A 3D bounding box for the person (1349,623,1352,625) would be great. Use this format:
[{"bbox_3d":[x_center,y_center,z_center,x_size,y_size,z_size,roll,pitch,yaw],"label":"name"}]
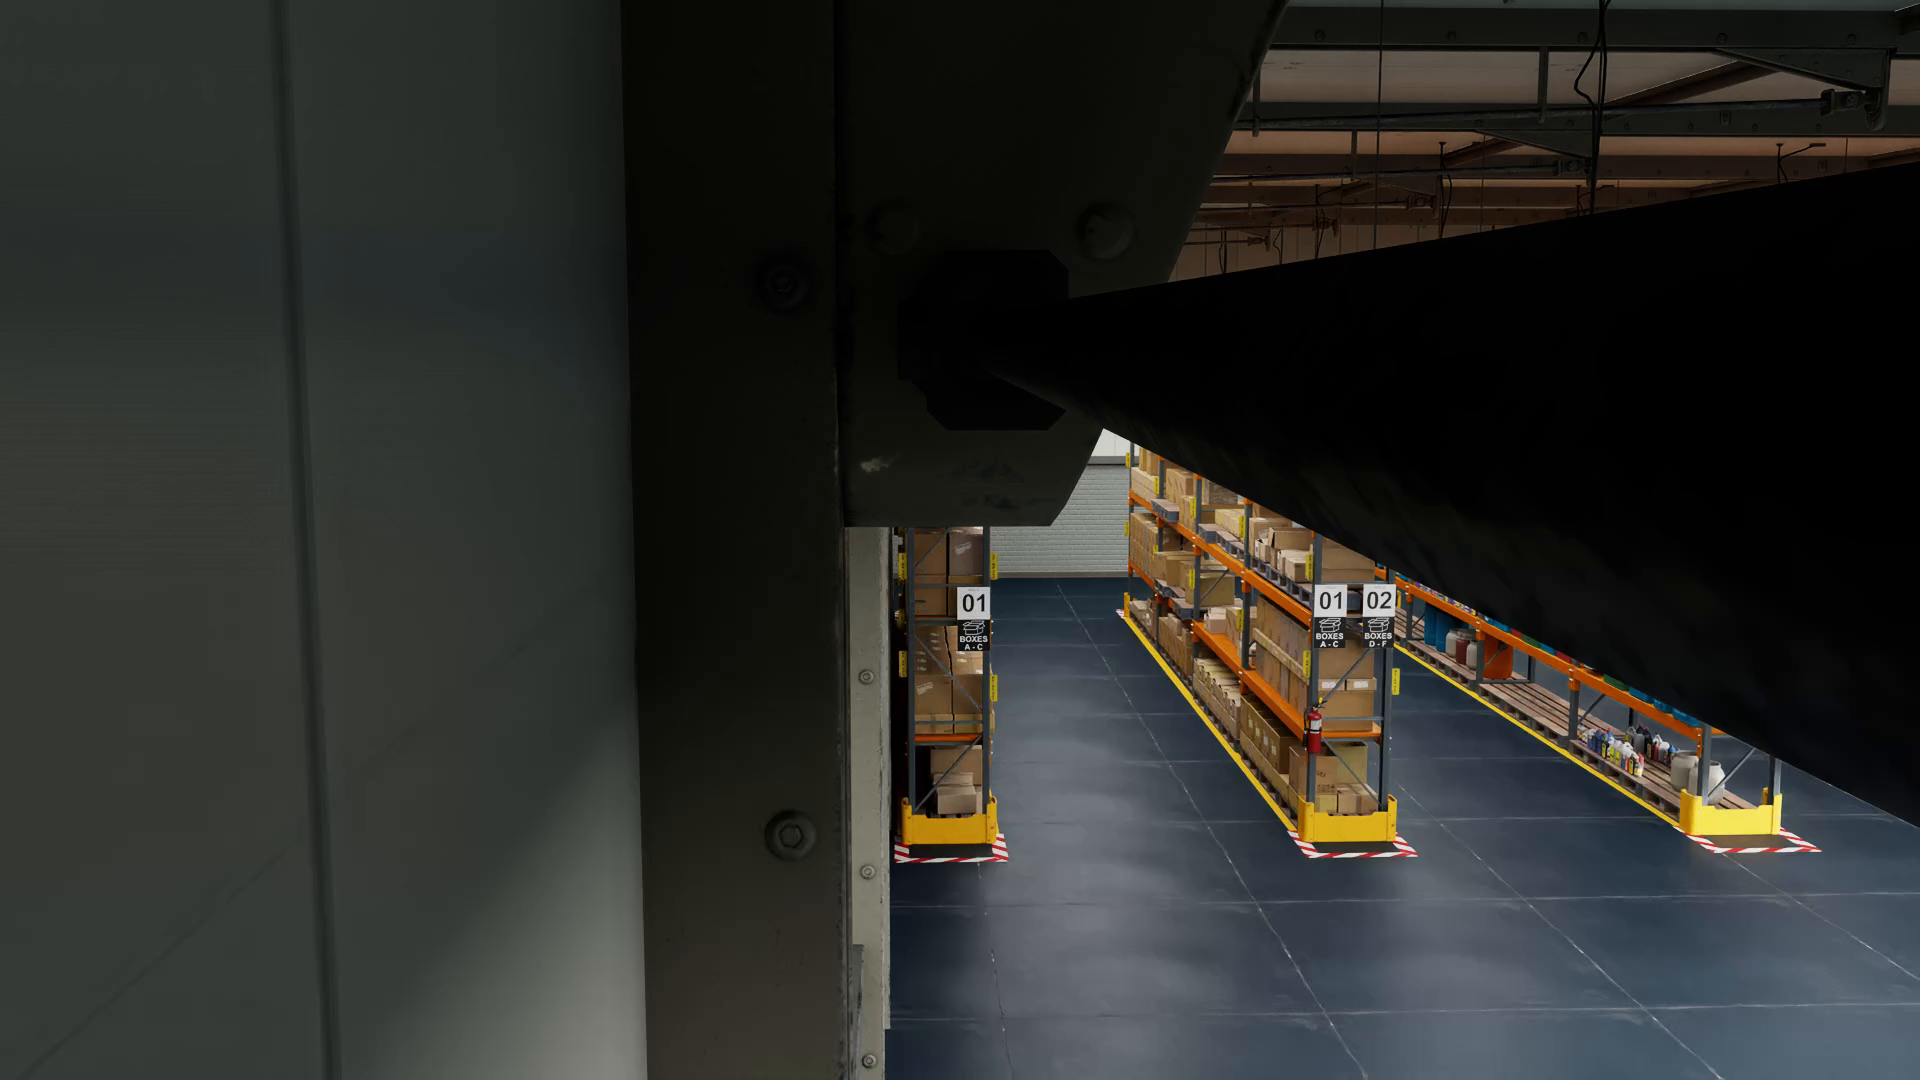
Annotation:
[{"bbox_3d":[6.676,1.752,29.370,0.594,1.695,0.852,-1,7,-5],"label":"person"}]
